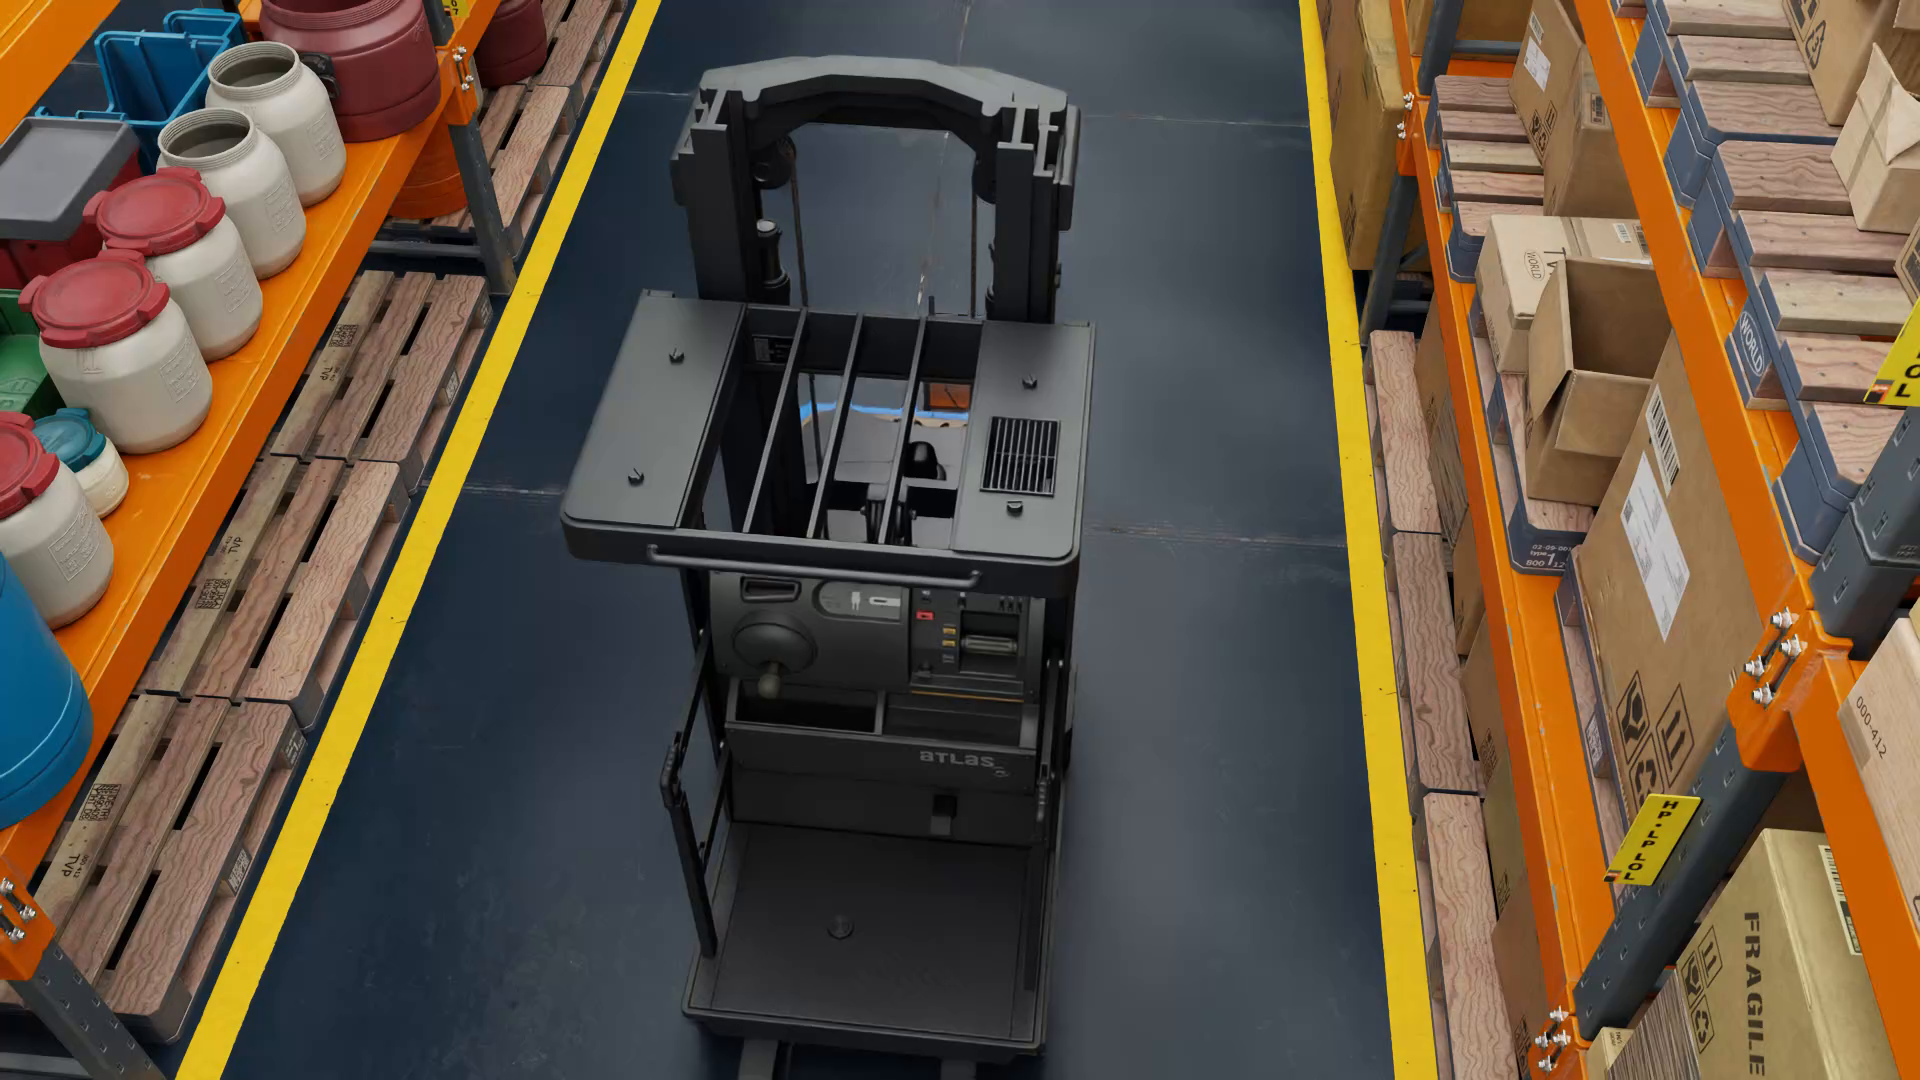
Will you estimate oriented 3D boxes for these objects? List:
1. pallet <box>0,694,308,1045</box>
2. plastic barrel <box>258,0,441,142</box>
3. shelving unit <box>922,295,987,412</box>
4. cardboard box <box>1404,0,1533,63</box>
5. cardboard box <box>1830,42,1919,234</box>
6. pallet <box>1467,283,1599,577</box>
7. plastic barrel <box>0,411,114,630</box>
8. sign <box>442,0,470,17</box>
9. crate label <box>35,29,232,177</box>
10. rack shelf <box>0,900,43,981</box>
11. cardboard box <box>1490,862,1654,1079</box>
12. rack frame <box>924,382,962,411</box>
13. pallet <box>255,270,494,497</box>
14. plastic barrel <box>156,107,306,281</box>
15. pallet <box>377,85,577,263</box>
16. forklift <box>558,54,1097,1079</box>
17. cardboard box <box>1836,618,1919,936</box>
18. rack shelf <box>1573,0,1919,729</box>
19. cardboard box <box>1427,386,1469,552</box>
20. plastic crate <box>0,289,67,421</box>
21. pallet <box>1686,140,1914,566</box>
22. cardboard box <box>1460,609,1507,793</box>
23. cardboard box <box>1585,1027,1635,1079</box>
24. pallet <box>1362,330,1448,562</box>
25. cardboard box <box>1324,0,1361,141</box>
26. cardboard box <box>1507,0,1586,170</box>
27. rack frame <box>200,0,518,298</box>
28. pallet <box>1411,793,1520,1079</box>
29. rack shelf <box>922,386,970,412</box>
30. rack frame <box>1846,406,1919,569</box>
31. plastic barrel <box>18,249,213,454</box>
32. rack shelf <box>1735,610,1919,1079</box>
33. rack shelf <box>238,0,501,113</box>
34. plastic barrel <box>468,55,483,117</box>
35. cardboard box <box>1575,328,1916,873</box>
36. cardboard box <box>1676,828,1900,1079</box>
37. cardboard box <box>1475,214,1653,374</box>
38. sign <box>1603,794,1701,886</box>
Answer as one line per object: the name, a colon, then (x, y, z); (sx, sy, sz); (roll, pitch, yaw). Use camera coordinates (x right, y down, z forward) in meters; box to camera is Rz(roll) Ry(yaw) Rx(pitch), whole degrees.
pallet: (-2.937, 1.069, 5.655); (1.003, 0.211, 1.213); (4, 48, 4)
plastic barrel: (-2.346, -1.916, 6.404); (0.600, 0.536, 0.708); (4, 48, 4)
shelving unit: (-0.001, -0.394, 6.323); (0.258, 1.200, 0.189); (4, 48, 4)
cardboard box: (2.125, -2.312, 6.790); (0.500, 0.500, 0.500); (5, 48, 5)
cardboard box: (1.948, -0.766, 3.217); (0.396, 0.266, 0.258); (5, 48, 5)
pallet: (2.187, -0.377, 5.218); (1.003, 0.211, 1.213); (4, 48, 4)
plastic barrel: (-2.665, -0.027, 4.675); (0.433, 0.535, 0.433); (0, 48, 0)
sign: (-2.057, -2.255, 6.695); (0.100, 0.325, 0.005); (4, 48, 4)
crate label: (-2.965, -1.532, 6.120); (0.502, 0.435, 0.616); (4, 48, 4)
rack shelf: (-3.152, 2.420, 3.017); (1.077, 0.370, 4.000); (4, 48, 4)
cardboard box: (2.040, 1.286, 4.963); (0.700, 0.500, 0.500); (1, 48, 1)
rack frame: (-0.010, -0.327, 6.262); (0.240, 1.200, 0.006); (4, 48, 4)
pallet: (-2.715, -0.724, 7.295); (1.003, 0.211, 1.213); (4, 48, 4)
plastic barrel: (-2.525, -1.190, 5.756); (0.421, 0.512, 0.421); (0, 48, 0)
pallet: (-2.575, -1.873, 8.346); (1.003, 0.211, 1.213); (4, 48, 4)
forklift: (-0.251, 0.365, 4.456); (1.130, 2.935, 3.031); (5, 48, 4)
cardboard box: (1.666, 0.392, 2.453); (0.500, 0.250, 0.500); (2, 48, 2)
rack shelf: (2.144, -1.199, 4.294); (1.077, 0.370, 4.000); (4, 48, 4)
cardboard box: (2.248, -0.301, 6.415); (0.700, 0.500, 0.500); (0, 48, 0)
plastic crate: (-3.093, -0.520, 5.362); (0.450, 0.188, 0.662); (4, 48, 4)
pallet: (2.125, -0.355, 3.162); (1.213, 0.211, 1.003); (4, 48, 4)
cardboard box: (2.152, 0.526, 5.658); (0.700, 0.500, 0.500); (0, 48, 0)
cardboard box: (1.643, 1.263, 3.758); (0.380, 0.149, 0.250); (4, 48, 4)
pallet: (2.254, -0.384, 6.984); (1.003, 0.211, 1.213); (4, 48, 4)
cardboard box: (2.499, -2.484, 8.170); (1.225, 0.875, 0.875); (4, 48, 4)
cardboard box: (2.317, -1.675, 5.923); (0.500, 0.500, 0.500); (-1, 48, -1)
rack frame: (-2.606, -2.232, 6.784); (1.000, 3.000, 0.127); (4, 48, 4)
pallet: (2.032, 1.409, 5.344); (1.003, 0.211, 1.213); (4, 48, 4)
rack shelf: (-0.001, -0.526, 6.179); (0.258, 0.103, 0.180); (4, 48, 4)
rack frame: (1.962, -0.984, 1.578); (1.000, 3.000, 0.127); (4, 48, 4)
plastic barrel: (-2.598, -0.566, 5.169); (0.433, 0.535, 0.433); (0, 48, 0)
rack shelf: (1.780, 1.741, 1.606); (1.077, 0.370, 4.000); (4, 48, 4)
rack shelf: (-2.423, -3.459, 8.394); (1.077, 0.370, 4.000); (4, 48, 4)
plastic barrel: (-2.616, -2.316, 8.262); (0.421, 0.512, 0.421); (0, 48, 0)
cardboard box: (2.174, 0.122, 3.940); (1.000, 1.000, 1.000); (4, 48, 4)
cardboard box: (1.668, 0.883, 2.989); (0.500, 0.500, 0.500); (4, 48, 4)
cardboard box: (1.945, -0.774, 5.268); (0.500, 0.250, 0.500); (3, 48, 2)
sign: (1.409, 0.615, 3.396); (0.100, 0.325, 0.005); (4, 48, 4)
